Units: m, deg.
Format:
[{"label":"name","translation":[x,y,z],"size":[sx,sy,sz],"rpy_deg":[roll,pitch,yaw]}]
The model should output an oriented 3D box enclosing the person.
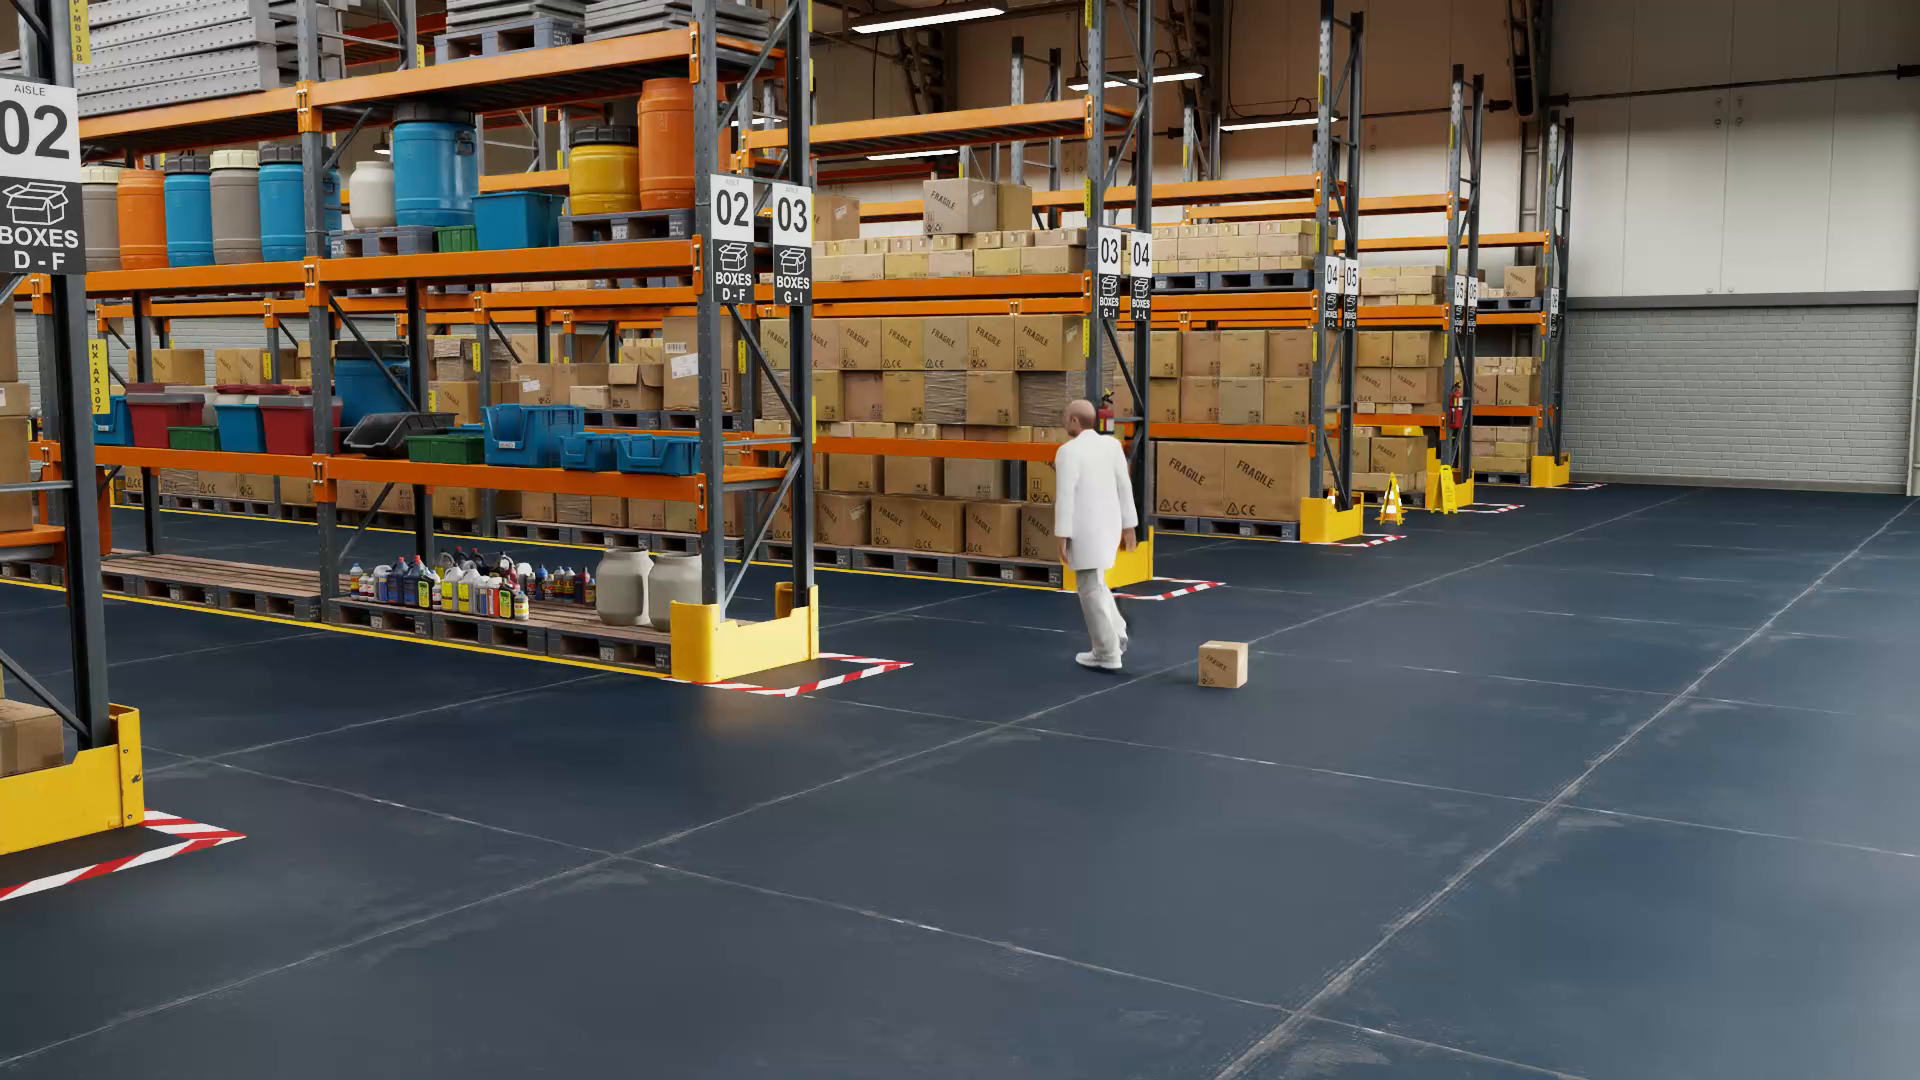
[{"label":"person","translation":[0.872,-0.046,10.998],"size":[0.610,1.764,0.534],"rpy_deg":[-5,8,-41]}]
